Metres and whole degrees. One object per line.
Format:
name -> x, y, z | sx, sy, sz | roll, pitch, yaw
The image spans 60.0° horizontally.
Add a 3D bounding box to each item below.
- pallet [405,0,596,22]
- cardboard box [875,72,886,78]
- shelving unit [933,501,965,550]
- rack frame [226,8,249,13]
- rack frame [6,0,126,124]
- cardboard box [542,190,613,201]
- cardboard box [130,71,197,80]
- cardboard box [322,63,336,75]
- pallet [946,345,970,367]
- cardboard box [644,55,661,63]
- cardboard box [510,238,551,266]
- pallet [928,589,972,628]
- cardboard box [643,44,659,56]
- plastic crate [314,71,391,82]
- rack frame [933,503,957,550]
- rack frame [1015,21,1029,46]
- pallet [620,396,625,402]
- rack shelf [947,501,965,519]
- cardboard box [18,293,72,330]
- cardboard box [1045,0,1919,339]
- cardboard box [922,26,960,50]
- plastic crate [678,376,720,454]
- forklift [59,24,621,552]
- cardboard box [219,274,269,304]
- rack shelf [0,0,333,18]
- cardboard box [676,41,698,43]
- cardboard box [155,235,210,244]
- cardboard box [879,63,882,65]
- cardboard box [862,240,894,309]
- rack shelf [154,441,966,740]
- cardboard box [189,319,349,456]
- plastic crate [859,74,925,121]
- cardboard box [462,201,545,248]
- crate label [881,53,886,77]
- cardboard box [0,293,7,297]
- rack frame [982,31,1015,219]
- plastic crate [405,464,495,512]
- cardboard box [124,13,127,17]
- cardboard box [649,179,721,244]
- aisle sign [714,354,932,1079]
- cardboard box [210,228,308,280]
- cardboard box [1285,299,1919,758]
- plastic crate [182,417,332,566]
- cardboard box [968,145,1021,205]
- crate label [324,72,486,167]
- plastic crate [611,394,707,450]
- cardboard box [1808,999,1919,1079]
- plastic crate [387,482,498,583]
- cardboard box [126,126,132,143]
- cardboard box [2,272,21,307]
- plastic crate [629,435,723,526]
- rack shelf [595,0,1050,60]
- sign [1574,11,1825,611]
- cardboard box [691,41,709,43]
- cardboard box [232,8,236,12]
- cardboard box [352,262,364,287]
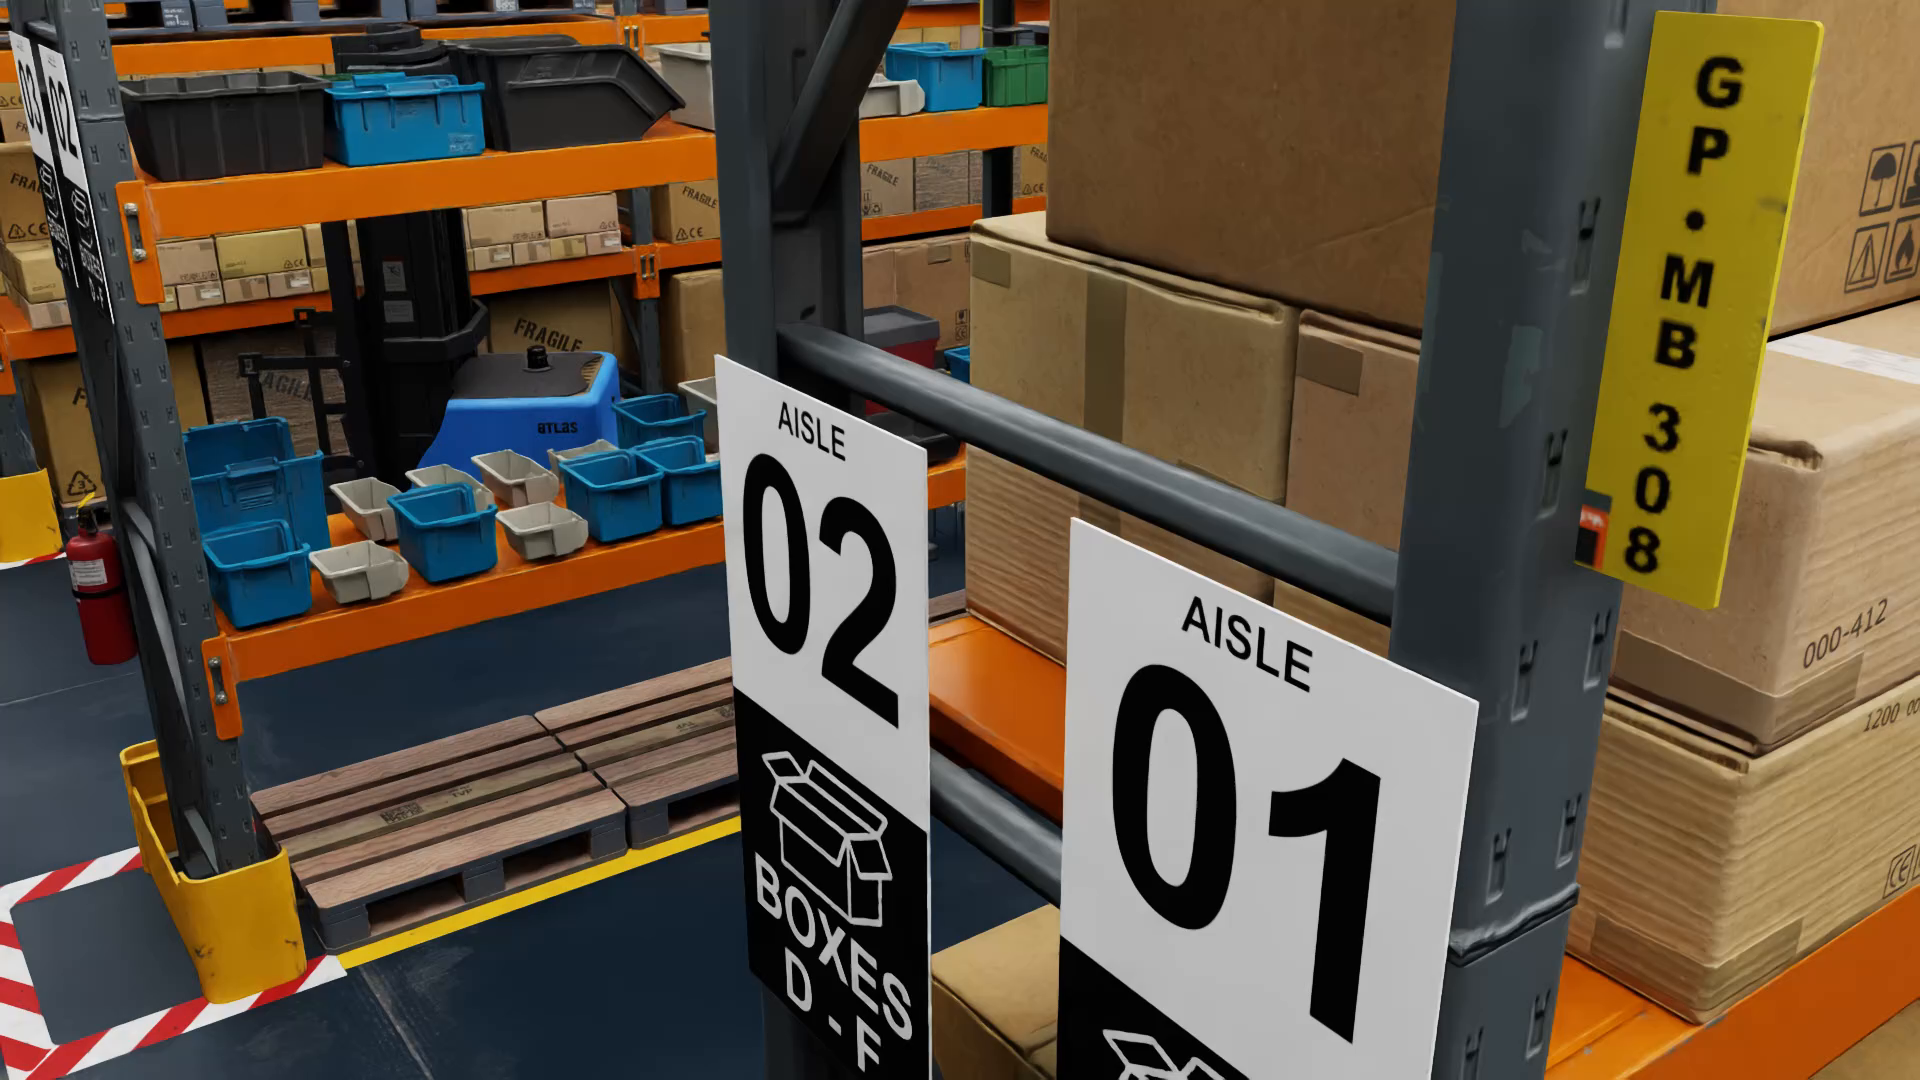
pallet -> -3.117, -3.514, 10.727 | 1.213, 0.211, 1.003 | -15, 26, -33
cardboard box -> -0.874, -3.273, 12.563 | 0.637, 0.503, 0.797 | -14, 26, -31
shelving unit -> -0.007, -0.416, 9.725 | 0.210, 0.900, 0.258 | -15, 26, -33
rack frame -> -8.235, -5.317, 19.174 | 0.127, 3.000, 1.000 | -15, 26, -33
rack frame -> -2.801, -2.766, 4.686 | 0.127, 3.000, 1.000 | -15, 26, -33
cardboard box -> -2.664, -2.572, 11.085 | 0.500, 0.500, 0.500 | -14, 26, -31
cardboard box -> -6.736, -3.979, 13.934 | 0.500, 0.500, 0.500 | -16, 27, -34
cardboard box -> -5.485, -4.316, 14.779 | 0.500, 0.500, 0.500 | -16, 27, -35
pallet -> 0.116, -1.758, 14.018 | 1.213, 0.211, 1.003 | -15, 26, -33
cardboard box -> -3.137, -4.861, 16.999 | 0.250, 0.149, 0.380 | -16, 27, -35
cardboard box -> -2.920, -1.943, 11.057 | 0.250, 0.149, 0.380 | -15, 26, -34
pallet -> -0.129, 0.620, 8.057 | 1.213, 0.211, 1.003 | -15, 26, -33
cardboard box -> -4.117, -6.372, 21.590 | 0.250, 0.149, 0.380 | -17, 27, -36
plastic crate -> -2.167, -1.574, 6.032 | 0.336, 0.188, 0.450 | -15, 26, -33
rack frame -> -0.089, -0.394, 9.670 | 0.006, 0.900, 0.240 | -15, 26, -33
rack frame -> 0.800, -3.201, 13.872 | 0.127, 3.000, 1.000 | -15, 26, -33
pallet -> -3.110, -0.899, 11.866 | 1.213, 0.211, 1.003 | -15, 26, -33
rack shelf -> -0.007, -0.218, 9.804 | 0.200, 0.077, 0.258 | -15, 26, -33
cardboard box -> -5.213, -1.331, 9.523 | 0.250, 0.149, 0.380 | -15, 26, -32
cardboard box -> 0.496, -0.509, 1.593 | 0.500, 0.500, 0.700 | -15, 26, -33
cardboard box -> -0.405, -5.653, 18.531 | 0.500, 0.500, 0.700 | -15, 26, -33
plastic crate -> -0.901, -0.543, 7.289 | 0.530, 0.282, 0.437 | -15, 26, -33
forklift -> -3.477, -1.263, 9.107 | 3.031, 2.935, 1.130 | -2, 22, -4
cardboard box -> -4.380, -1.554, 10.082 | 0.250, 0.149, 0.380 | -16, 27, -34
rack shelf -> -6.885, -4.476, 13.989 | 4.000, 0.370, 1.077 | -15, 26, -33
cardboard box -> -3.641, -6.822, 21.843 | 0.500, 0.500, 0.500 | -14, 26, -32
cardboard box -> -4.741, -2.017, 9.694 | 0.500, 0.500, 0.500 | -16, 27, -34
cardboard box -> -1.081, -4.889, 17.966 | 0.500, 0.500, 0.500 | -15, 26, -33
cardboard box -> -1.214, -1.882, 12.866 | 0.875, 0.875, 1.225 | -16, 27, -35
rack shelf -> -1.178, -0.079, 7.016 | 4.000, 0.370, 1.077 | -15, 26, -33
cardboard box -> -4.482, -1.038, 10.750 | 0.875, 0.875, 0.875 | -15, 26, -33
plastic crate -> -0.364, -1.726, 6.484 | 0.466, 0.136, 0.293 | -15, 26, -33
cardboard box -> -3.071, -2.117, 10.955 | 0.500, 0.250, 0.500 | -14, 26, -31
crate label -> -0.120, -2.097, 7.413 | 0.466, 0.136, 0.293 | -15, 26, -33
cardboard box -> -7.933, -2.029, 13.813 | 0.250, 0.149, 0.380 | -14, 26, -31
rack frame -> 0.446, -0.846, 7.968 | 0.127, 3.000, 1.000 | -15, 26, -33
plastic crate -> -2.001, -0.174, 6.561 | 0.243, 0.136, 0.396 | -15, 26, -33
cardboard box -> -8.873, -5.535, 18.237 | 0.500, 0.500, 0.500 | -15, 26, -34
cardboard box -> -1.928, -2.406, 11.745 | 0.500, 0.500, 0.500 | -15, 26, -33
aisle sign -> -0.146, 0.226, 1.774 | 0.004, 0.787, 0.394 | -15, 26, -33
cardboard box -> -4.319, -1.783, 10.119 | 0.500, 0.250, 0.500 | -16, 27, -35
cardboard box -> 0.658, -0.077, 1.523 | 0.500, 0.250, 0.500 | -15, 26, -33
plastic crate -> -2.639, -0.153, 6.103 | 0.499, 0.435, 0.616 | -15, 26, -33
cardboard box -> 0.136, -2.960, 13.133 | 0.500, 0.500, 0.500 | -15, 26, -33
crate label -> -1.864, -1.406, 5.527 | 0.502, 0.251, 0.408 | -15, 26, -33
plastic crate -> -1.284, -0.451, 7.125 | 0.300, 0.233, 0.416 | -15, 26, -33
cardboard box -> 1.023, 0.868, 2.189 | 0.500, 0.500, 0.500 | -15, 26, -32
plastic crate -> -1.874, -0.027, 6.061 | 0.300, 0.233, 0.416 | -15, 26, -33
cardboard box -> -7.158, -3.408, 13.854 | 0.500, 0.500, 0.500 | -15, 26, -32
cardboard box -> -5.597, -1.529, 10.020 | 0.250, 0.149, 0.380 | -14, 26, -32
plastic crate -> -1.096, -0.234, 6.581 | 0.300, 0.233, 0.416 | -15, 26, -33
rack shelf -> -0.823, -3.828, 12.364 | 4.000, 0.370, 1.077 | -15, 26, -33
sign -> 0.406, -0.125, 0.935 | 0.005, 0.325, 0.100 | -15, 26, -33
cardboard box -> -3.525, -6.574, 22.096 | 0.250, 0.149, 0.380 | -14, 26, -31
cardboard box -> -10.193, -7.200, 23.192 | 0.500, 0.500, 0.700 | -15, 26, -32
cardboard box -> -3.753, -1.721, 10.502 | 0.250, 0.149, 0.380 | -14, 26, -32
